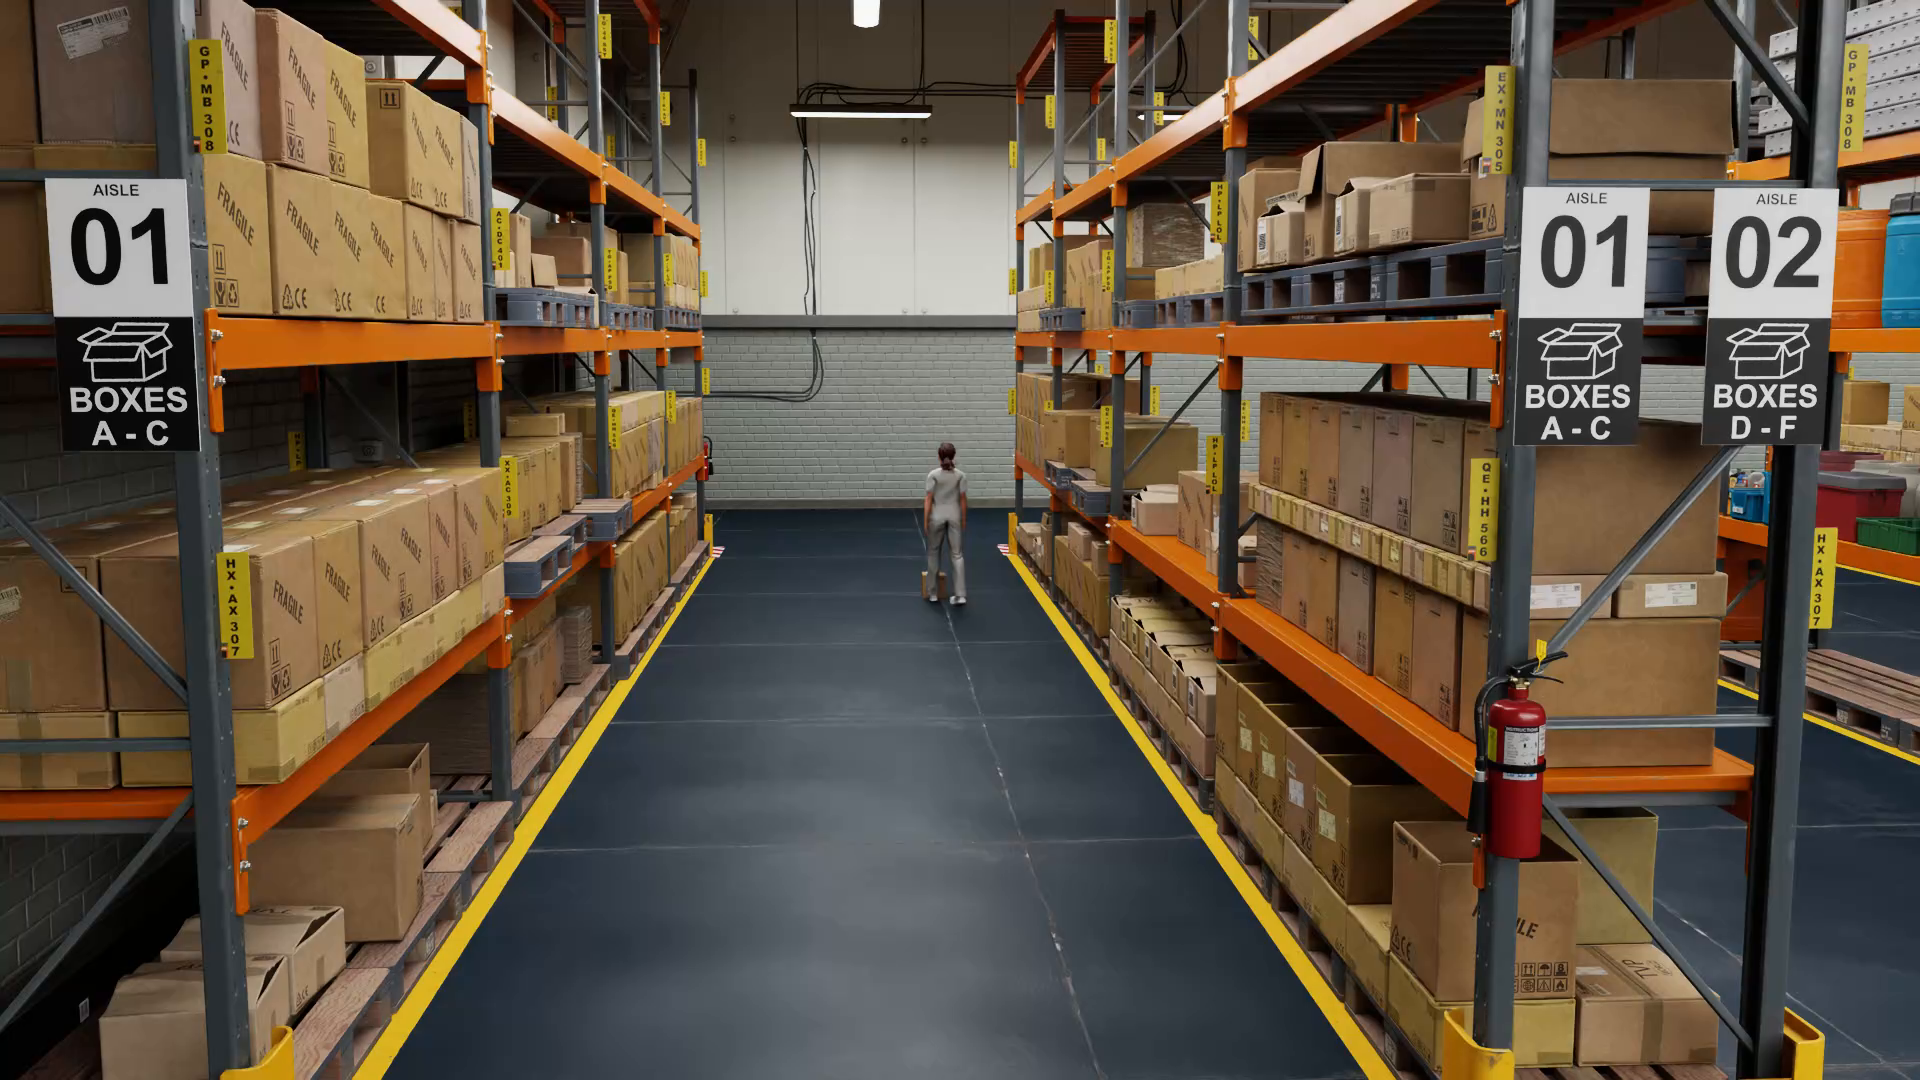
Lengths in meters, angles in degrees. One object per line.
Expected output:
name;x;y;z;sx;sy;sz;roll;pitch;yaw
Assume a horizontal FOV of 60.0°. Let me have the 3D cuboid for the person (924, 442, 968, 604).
person;-0.158;-0.180;17.235;0.451;1.675;0.616;-1;7;-8
